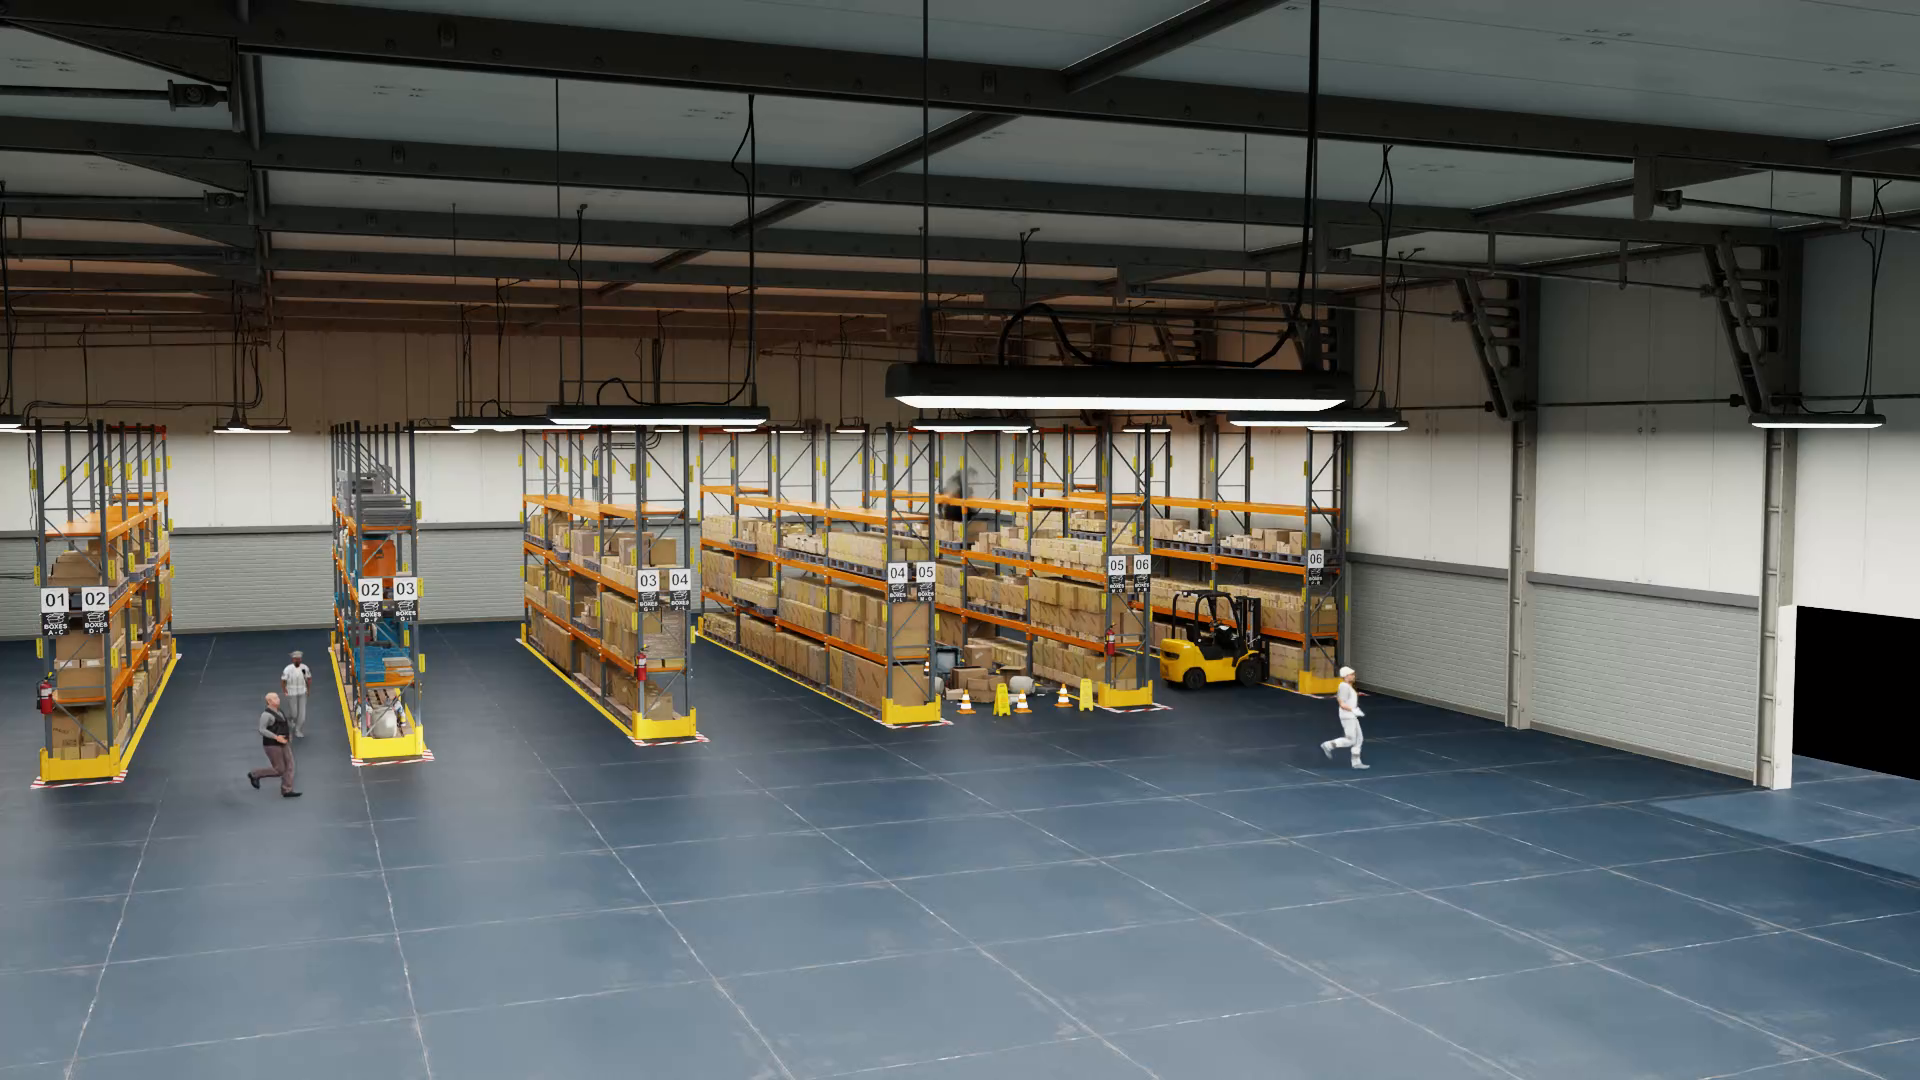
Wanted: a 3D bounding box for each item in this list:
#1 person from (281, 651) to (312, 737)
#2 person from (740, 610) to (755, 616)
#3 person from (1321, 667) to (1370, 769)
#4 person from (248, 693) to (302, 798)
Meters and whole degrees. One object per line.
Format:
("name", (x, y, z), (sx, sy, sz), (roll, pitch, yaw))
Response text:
("person", (-12.681, 2.923, 31.786), (0.558, 1.649, 0.592), (-2, 4, -31))
("person", (-6.386, 1.843, 49.823), (0.669, 1.575, 0.534), (-1, 4, -16))
("person", (6.646, 3.059, 28.607), (0.832, 1.762, 0.655), (1, 4, 18))
("person", (-10.824, 3.250, 26.314), (0.814, 1.690, 0.676), (0, 4, 4))
